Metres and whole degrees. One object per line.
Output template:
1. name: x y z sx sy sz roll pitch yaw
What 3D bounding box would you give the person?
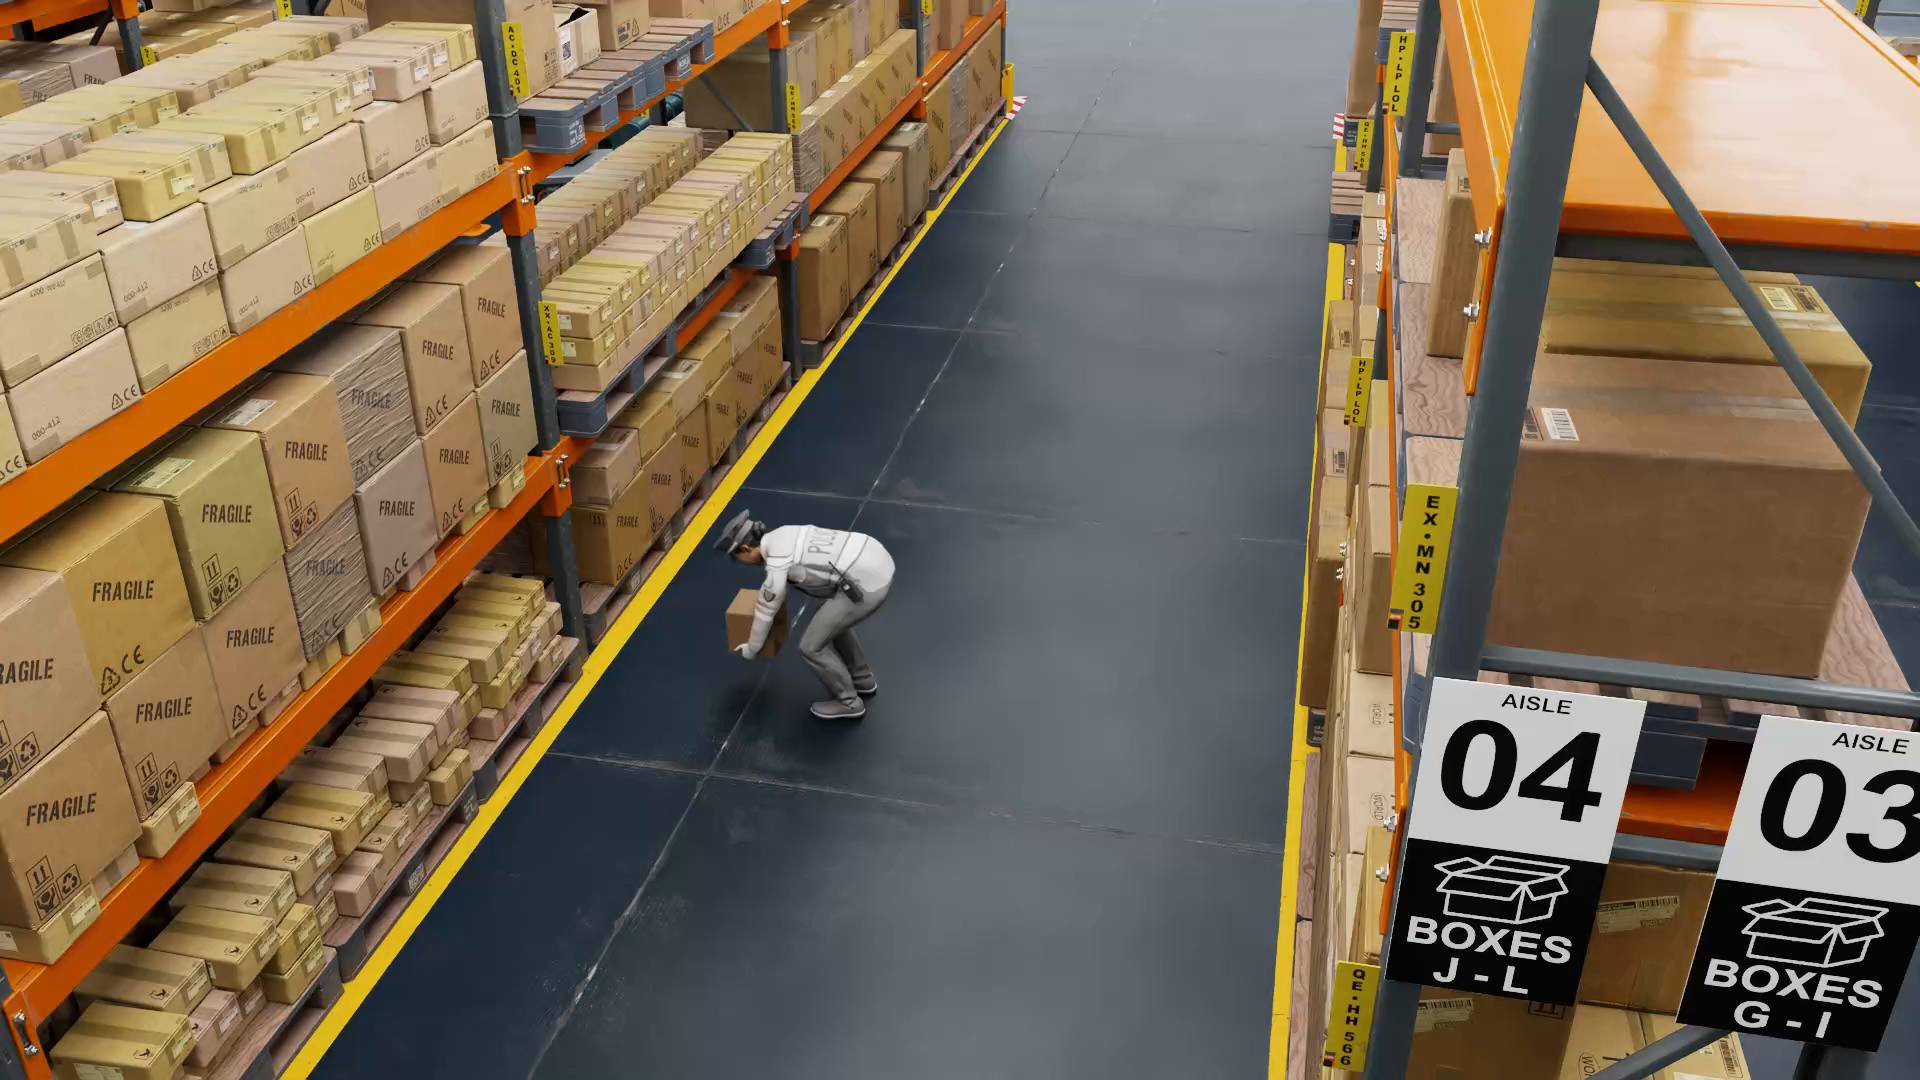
1. person: -0.793 0.365 8.553 0.920 1.085 0.451 5 29 8
